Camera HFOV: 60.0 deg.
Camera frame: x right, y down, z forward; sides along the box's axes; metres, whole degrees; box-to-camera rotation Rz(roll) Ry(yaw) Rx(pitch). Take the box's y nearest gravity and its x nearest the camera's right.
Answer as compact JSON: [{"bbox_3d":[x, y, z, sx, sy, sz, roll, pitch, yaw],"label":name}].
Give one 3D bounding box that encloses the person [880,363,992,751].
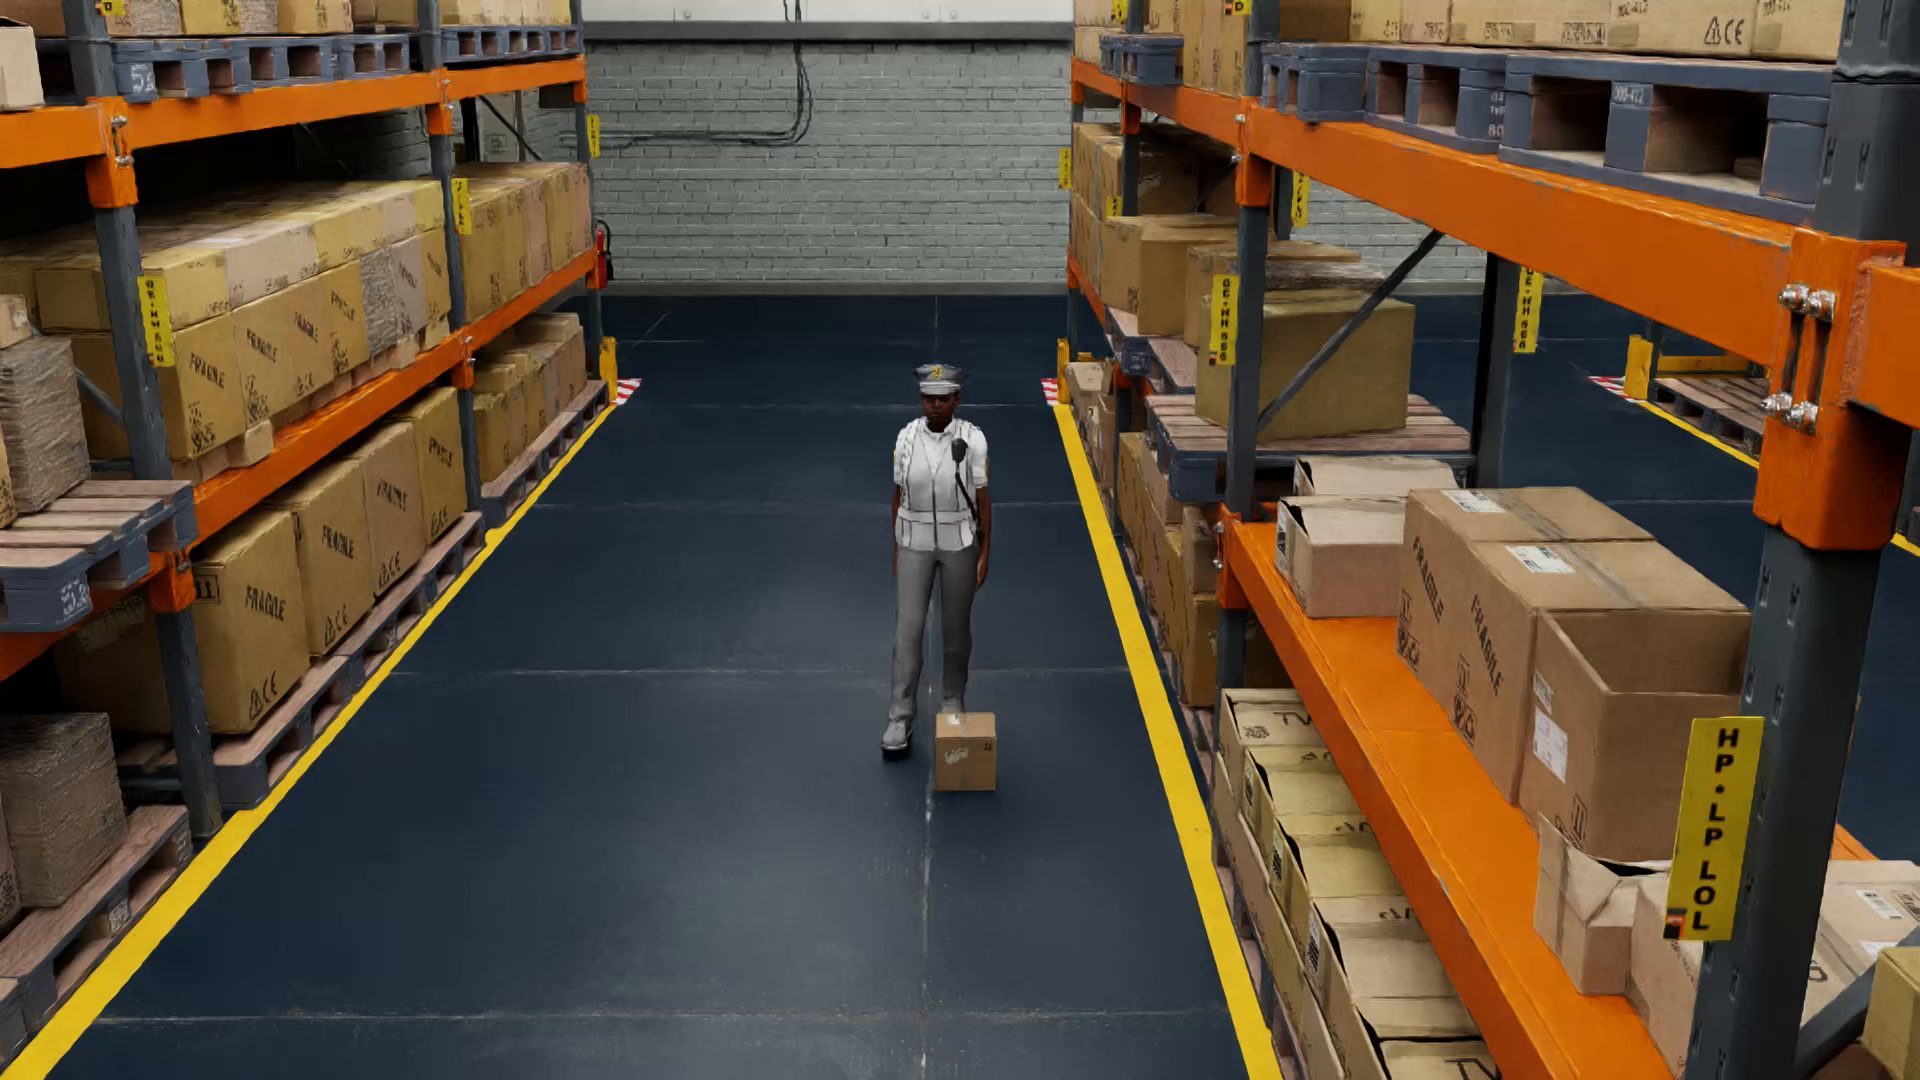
[{"bbox_3d":[-0.099,0.065,7.276,0.455,1.681,0.683,2,17,5],"label":"person"}]
